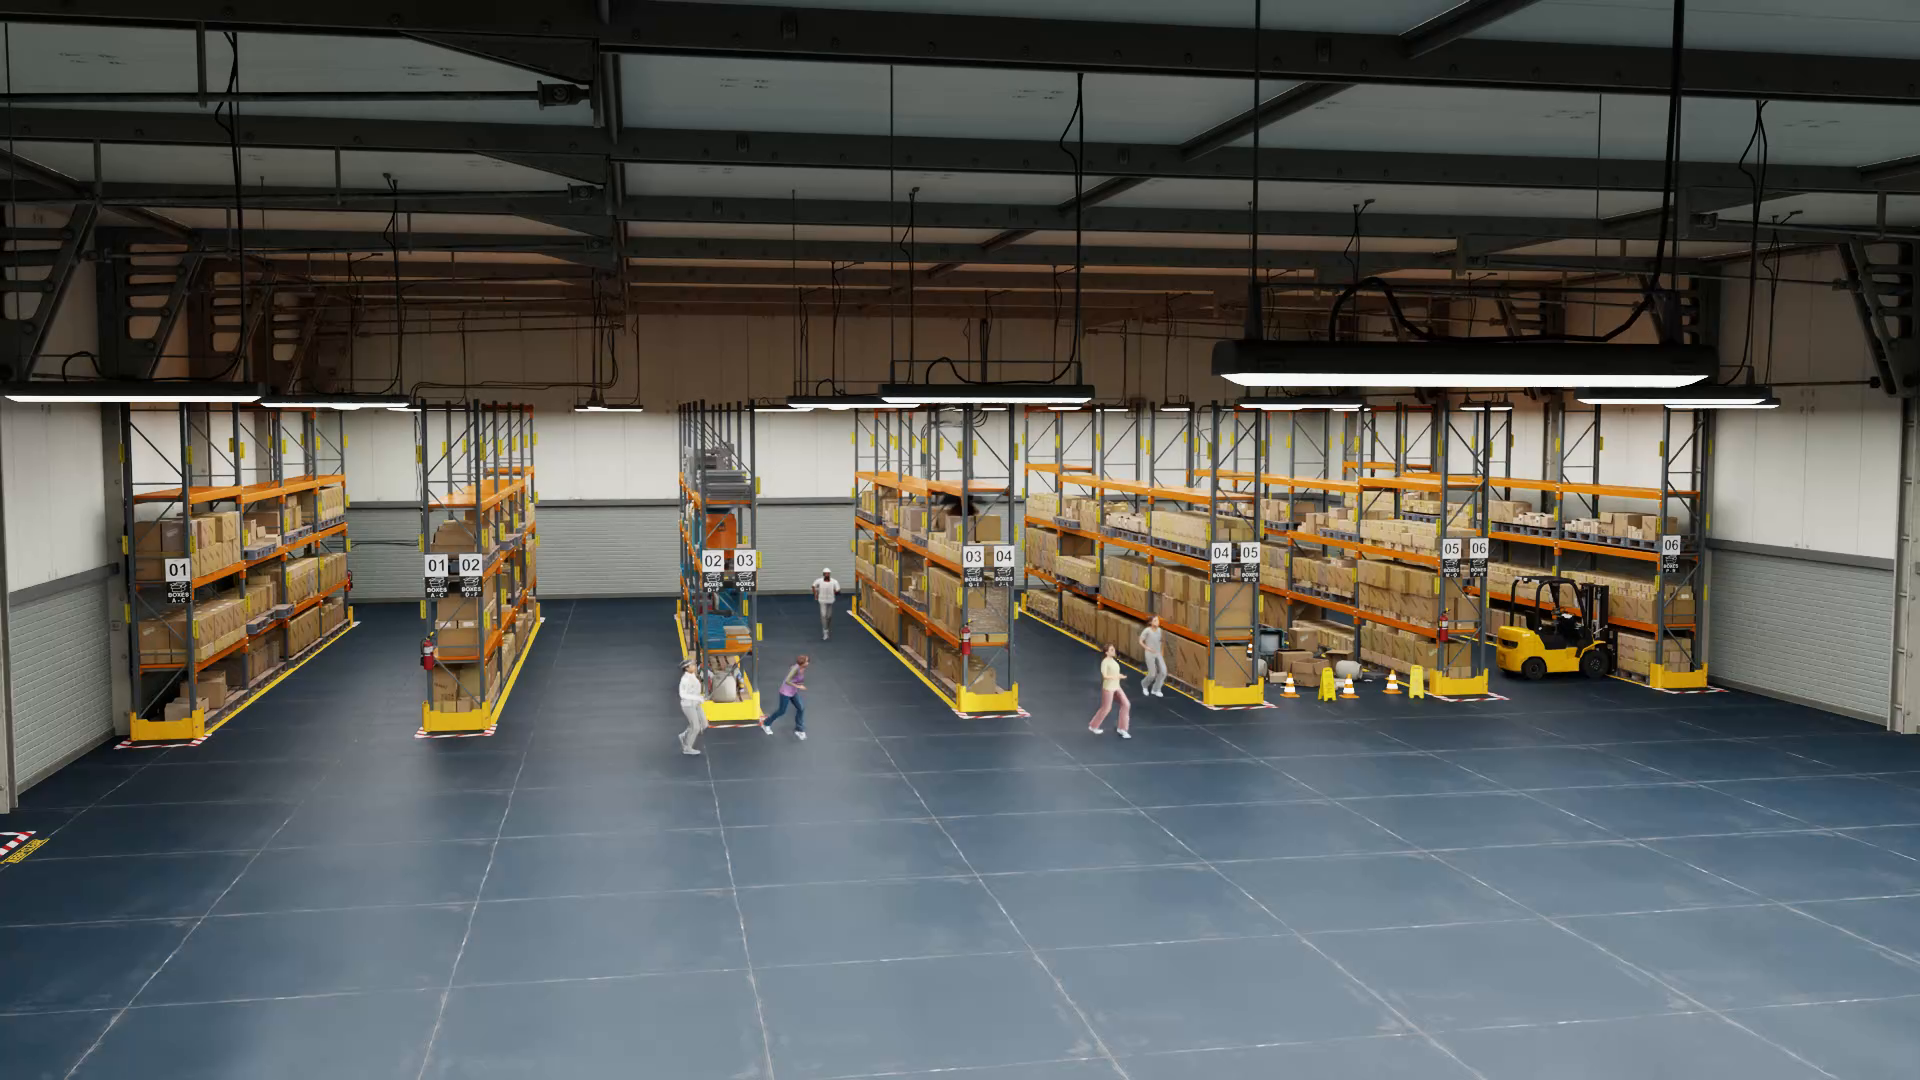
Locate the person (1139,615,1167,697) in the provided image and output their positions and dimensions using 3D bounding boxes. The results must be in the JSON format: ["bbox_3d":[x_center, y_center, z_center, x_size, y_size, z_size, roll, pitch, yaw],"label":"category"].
[{"bbox_3d":[3.751,2.249,32.365,0.600,1.612,0.694,-2,5,-26],"label":"person"}]

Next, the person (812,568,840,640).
[{"bbox_3d":[-3.415,1.608,42.669,0.692,1.792,0.955,-1,4,-13],"label":"person"}]

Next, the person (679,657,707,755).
[{"bbox_3d":[-4.498,2.783,27.988,0.560,1.651,0.609,1,4,12],"label":"person"}]

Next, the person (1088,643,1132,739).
[{"bbox_3d":[2.665,2.676,29.527,0.795,1.694,0.577,3,5,34],"label":"person"}]

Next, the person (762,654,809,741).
[{"bbox_3d":[-3.084,2.767,29.370,0.911,1.546,0.579,1,4,16],"label":"person"}]
